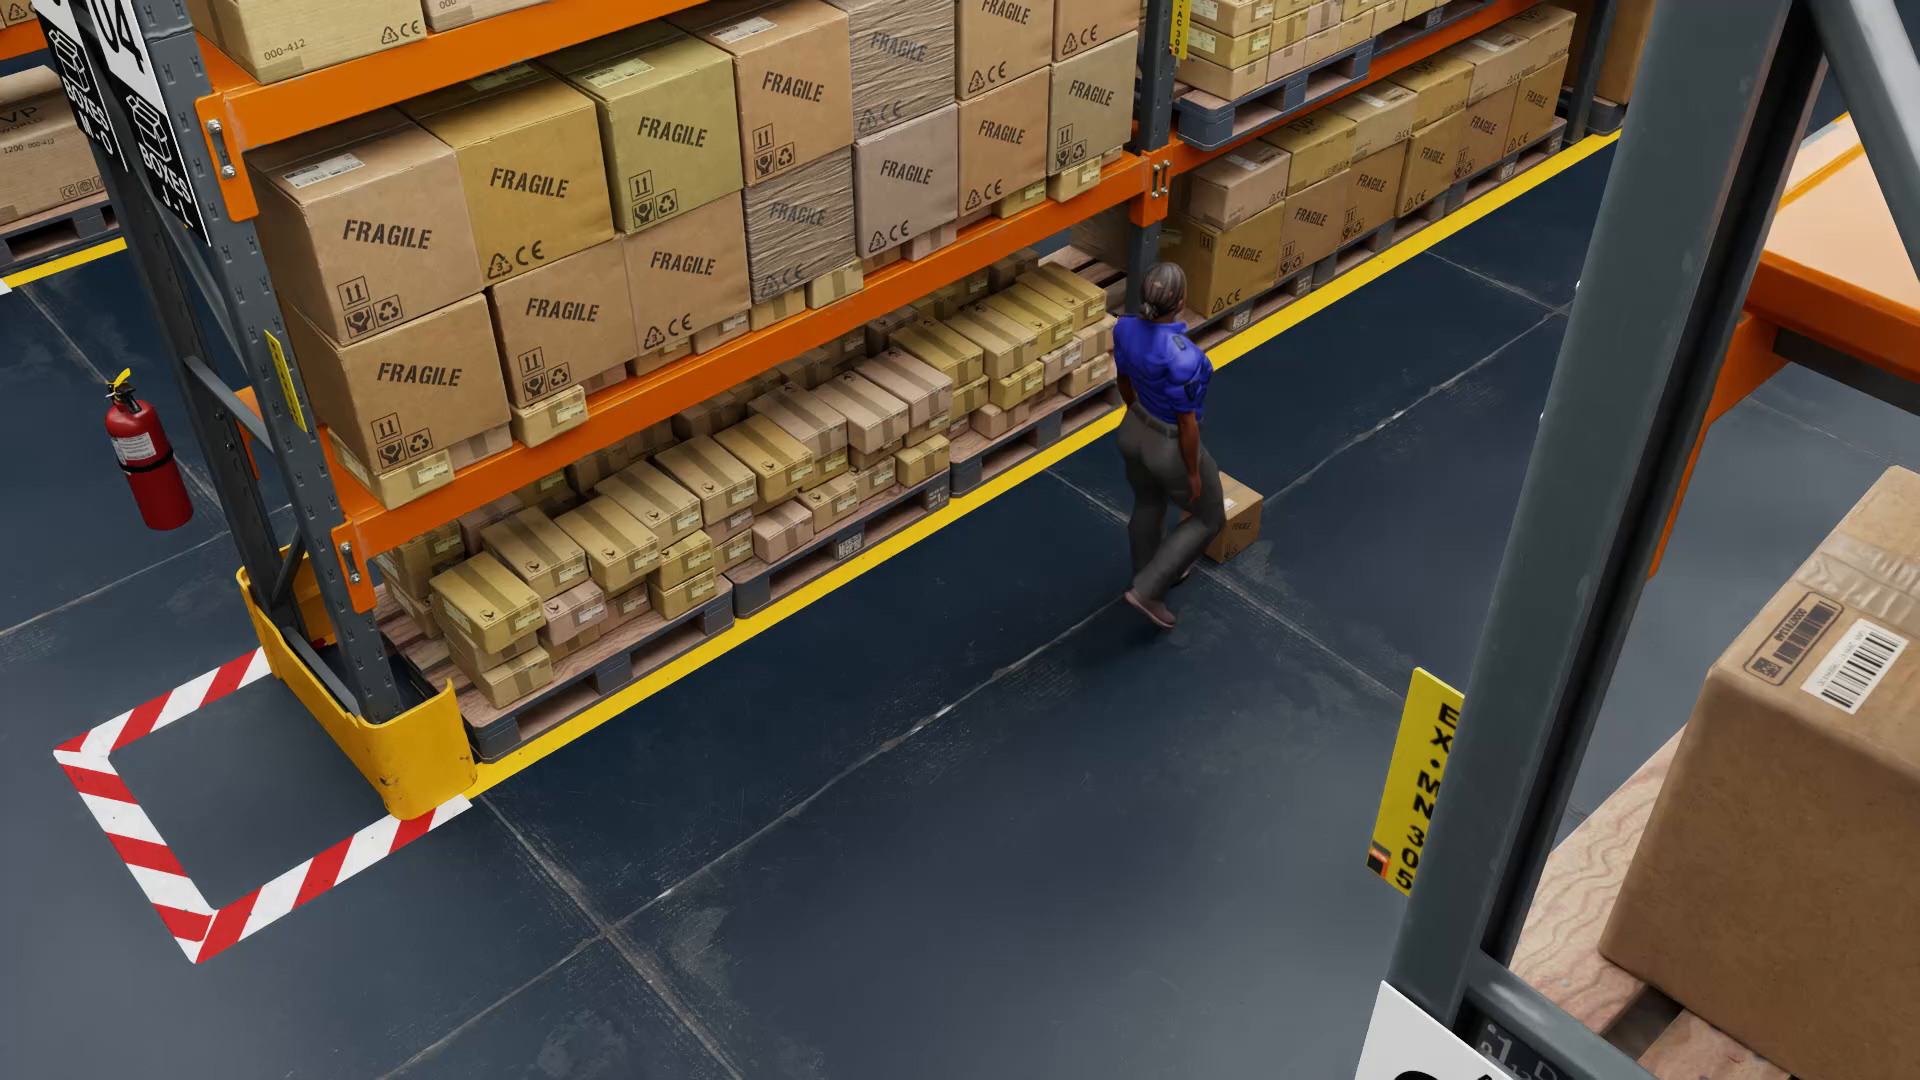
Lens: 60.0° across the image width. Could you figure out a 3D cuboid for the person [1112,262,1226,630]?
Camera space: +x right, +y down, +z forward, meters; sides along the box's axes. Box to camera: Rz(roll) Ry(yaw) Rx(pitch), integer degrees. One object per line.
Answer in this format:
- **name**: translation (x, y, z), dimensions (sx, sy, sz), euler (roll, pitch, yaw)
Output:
- **person**: translation (0.824, -0.388, 6.583), dimensions (0.508, 1.658, 0.492), euler (-24, 46, -26)
